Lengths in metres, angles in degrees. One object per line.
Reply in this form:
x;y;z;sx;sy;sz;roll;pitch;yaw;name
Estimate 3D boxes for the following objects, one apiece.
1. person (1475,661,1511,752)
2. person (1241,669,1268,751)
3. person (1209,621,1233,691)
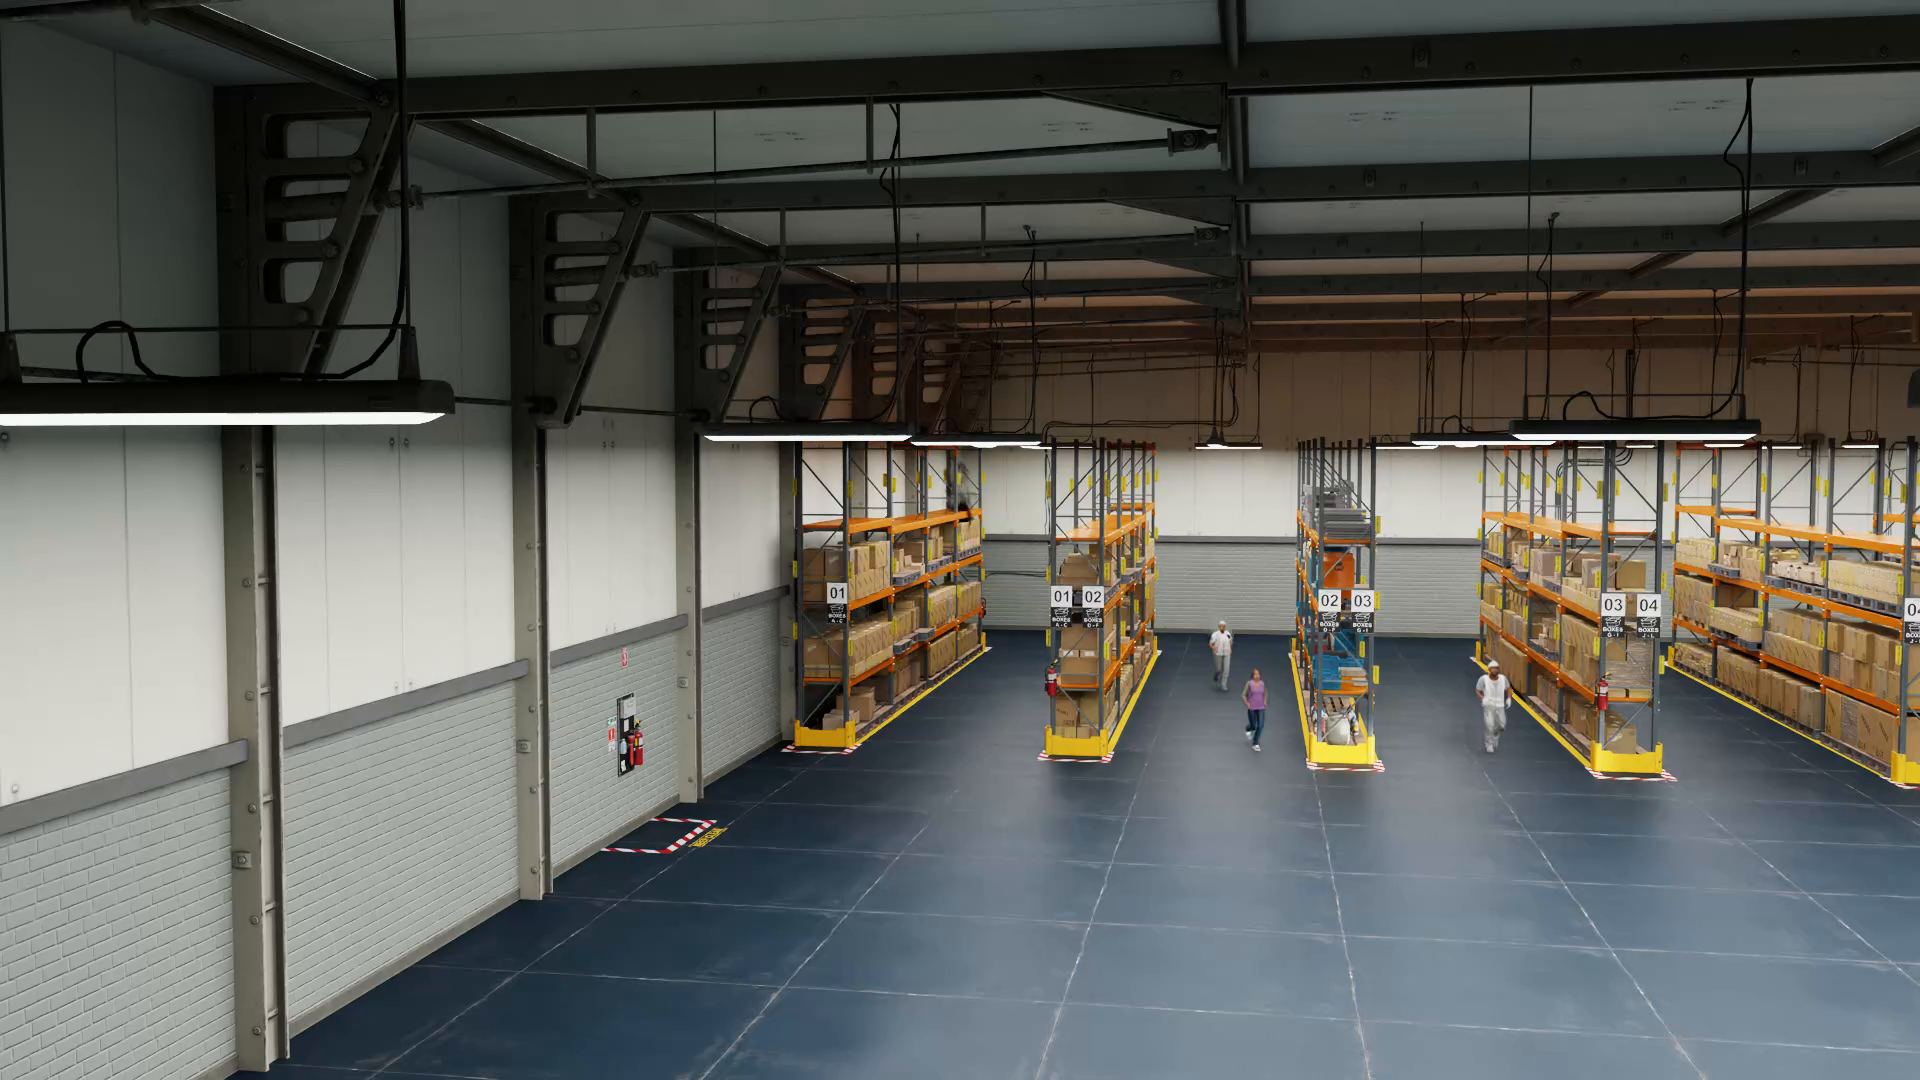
10.189;3.173;31.711;0.719;1.735;0.613;0;3;0;person
5.692;3.260;32.054;0.536;1.551;0.618;0;3;-7;person
6.344;2.785;40.271;0.608;1.647;0.759;0;3;-5;person
